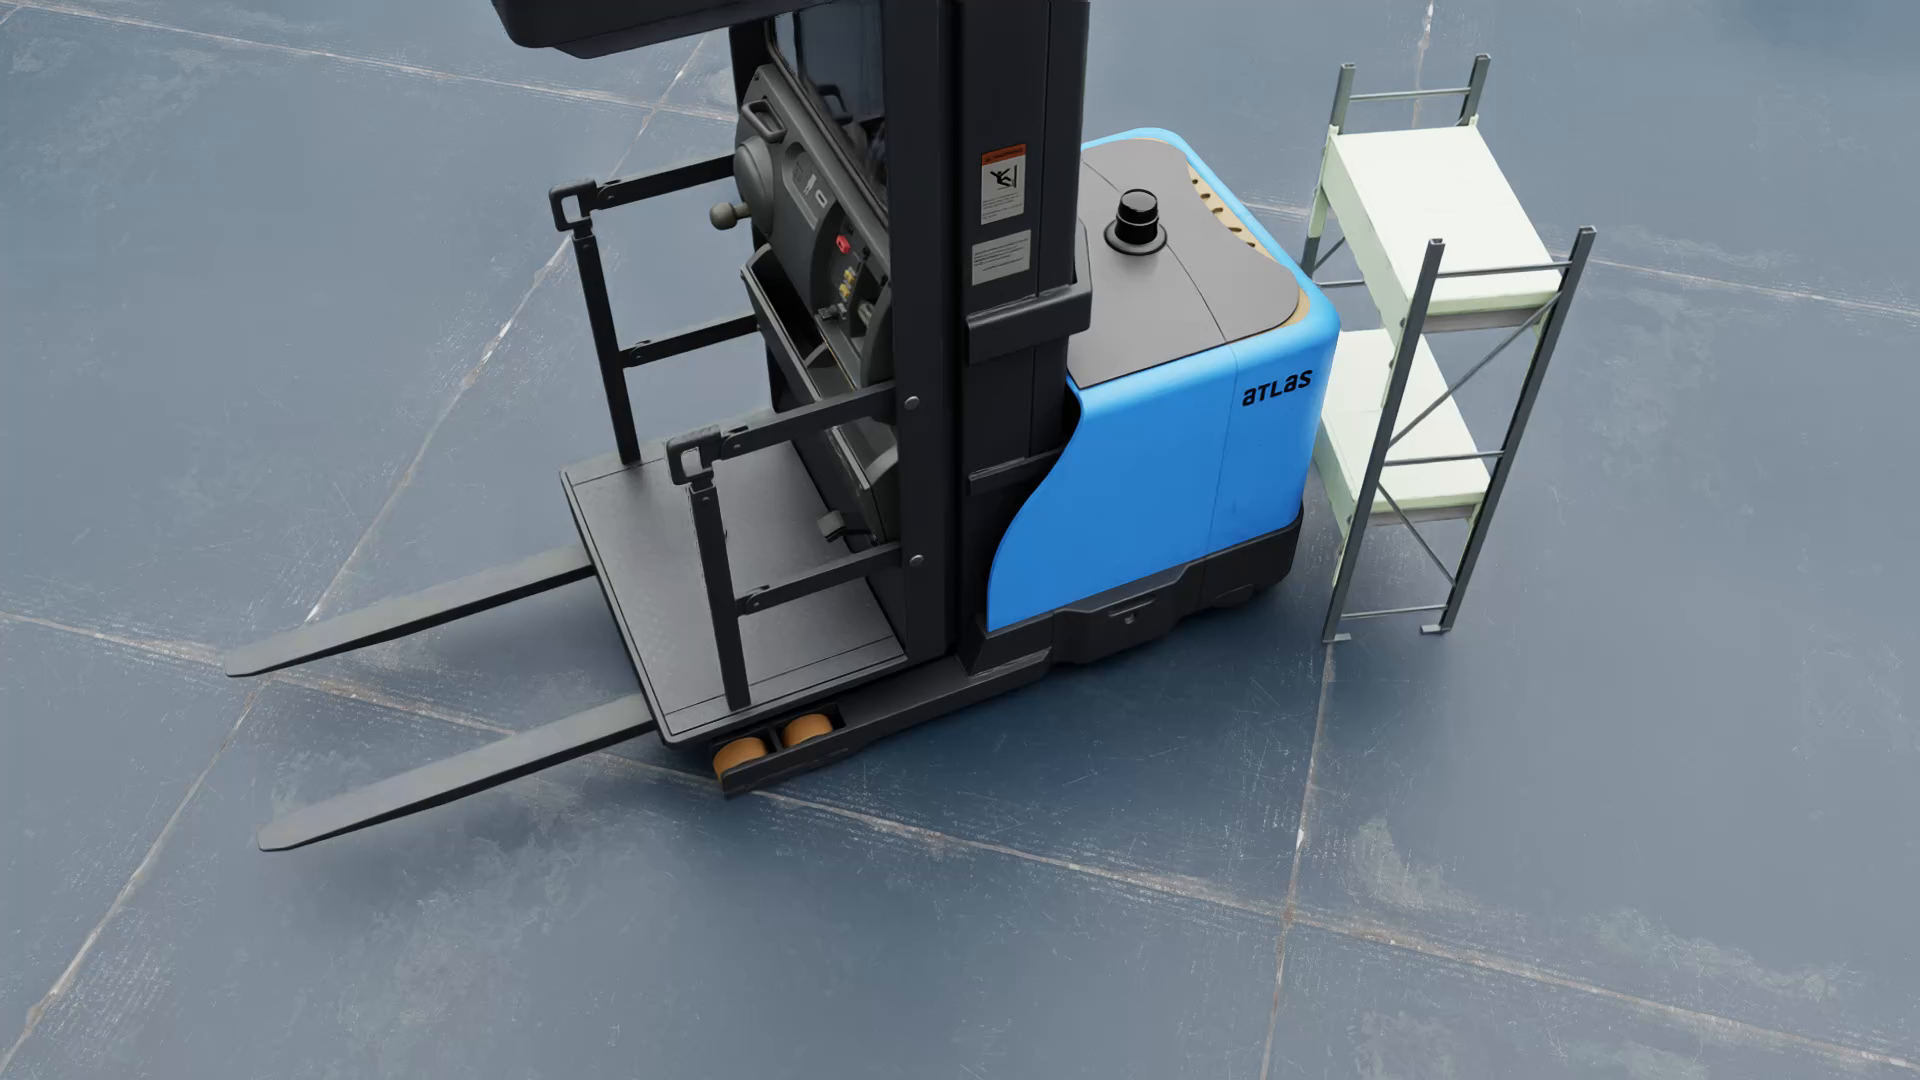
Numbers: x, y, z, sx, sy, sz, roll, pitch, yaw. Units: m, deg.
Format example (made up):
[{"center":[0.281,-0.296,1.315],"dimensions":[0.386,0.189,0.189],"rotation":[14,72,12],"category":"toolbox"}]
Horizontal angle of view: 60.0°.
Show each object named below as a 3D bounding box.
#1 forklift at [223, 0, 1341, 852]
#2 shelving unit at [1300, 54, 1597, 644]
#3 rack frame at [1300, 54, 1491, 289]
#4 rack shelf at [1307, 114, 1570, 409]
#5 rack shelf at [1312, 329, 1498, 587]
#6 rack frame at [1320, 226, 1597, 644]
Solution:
[{"center":[-0.544,-0.719,3.930],"dimensions":[3.031,2.935,1.130],"rotation":[-19,51,-16],"category":"forklift"},{"center":[1.238,-0.486,4.677],"dimensions":[0.431,1.500,0.755],"rotation":[-5,49,-5],"category":"shelving unit"},{"center":[1.192,-0.758,4.917],"dimensions":[0.400,1.500,0.023],"rotation":[-5,49,-5],"category":"rack frame"},{"center":[1.241,-0.745,4.384],"dimensions":[0.431,0.370,0.720],"rotation":[-5,49,-5],"category":"rack shelf"},{"center":[1.237,-0.270,4.921],"dimensions":[0.431,0.370,0.720],"rotation":[-5,49,-5],"category":"rack shelf"},{"center":[1.285,-0.214,4.437],"dimensions":[0.400,1.500,0.023],"rotation":[-5,49,-5],"category":"rack frame"}]
